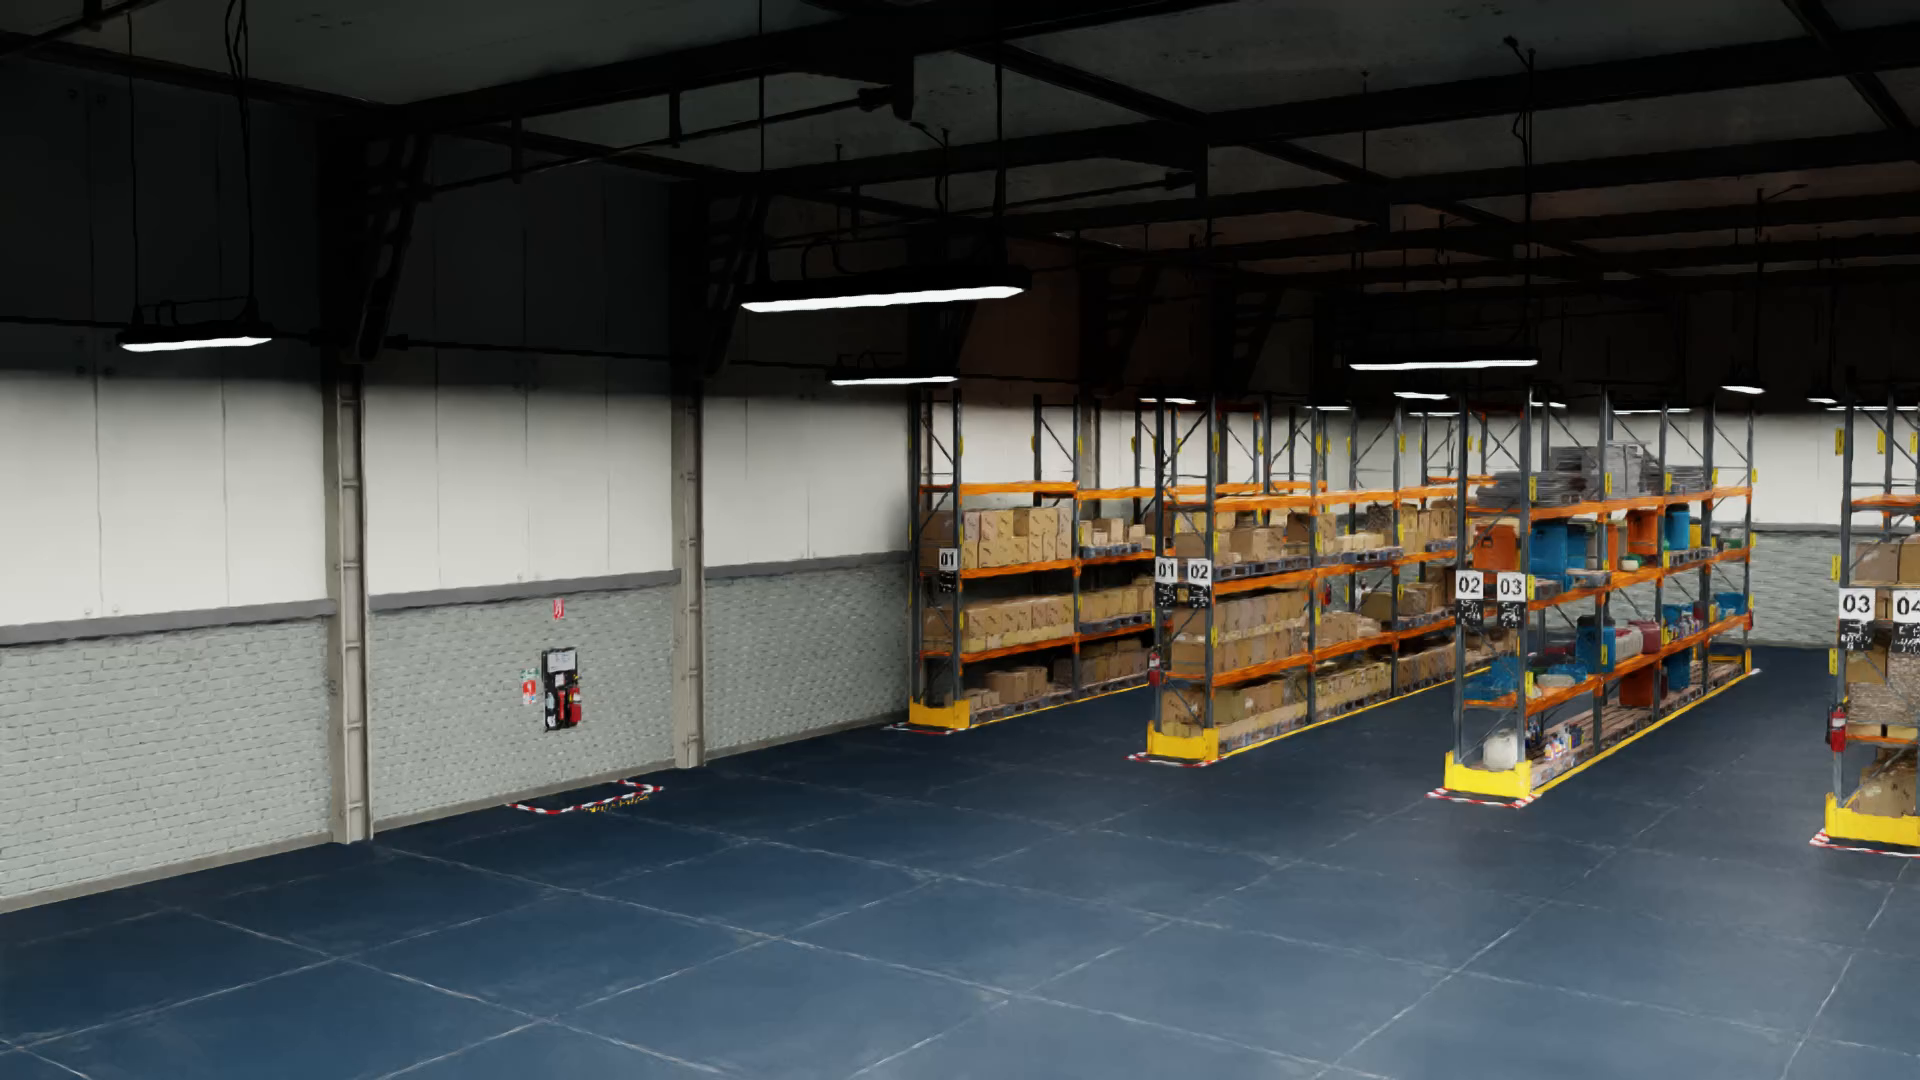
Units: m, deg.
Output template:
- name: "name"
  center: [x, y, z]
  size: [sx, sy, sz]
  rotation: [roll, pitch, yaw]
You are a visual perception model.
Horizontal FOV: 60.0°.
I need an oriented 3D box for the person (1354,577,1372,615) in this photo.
- name: "person"
  center: [10.318, 1.759, 42.513]
  size: [0.581, 1.641, 0.694]
  rotation: [1, 3, 15]
